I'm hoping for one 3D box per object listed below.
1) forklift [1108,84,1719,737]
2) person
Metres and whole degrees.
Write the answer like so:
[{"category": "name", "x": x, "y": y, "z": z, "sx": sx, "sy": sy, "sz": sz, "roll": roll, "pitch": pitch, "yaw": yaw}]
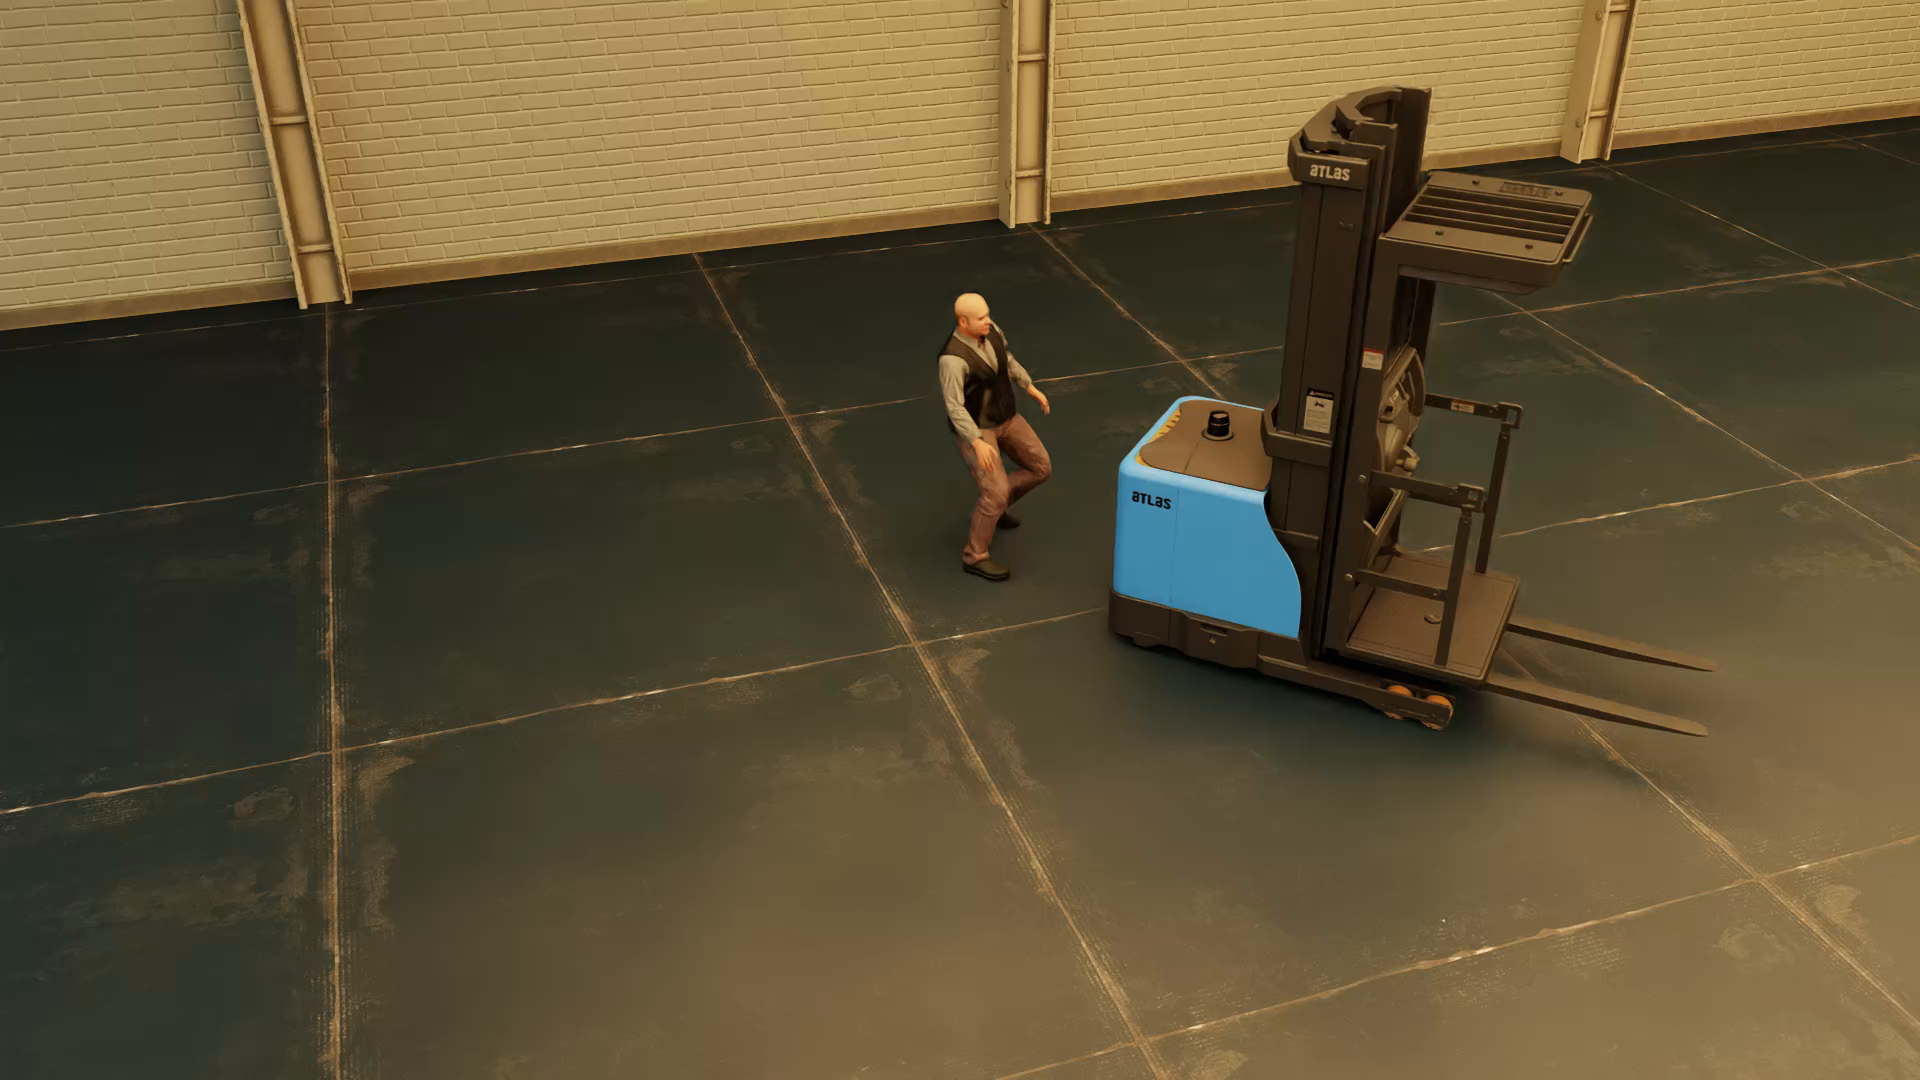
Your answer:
[{"category": "forklift", "x": 2.362, "y": -0.624, "z": 8.171, "sx": 3.031, "sy": 2.935, "sz": 1.130, "roll": 14, "pitch": 33, "yaw": 23}, {"category": "person", "x": 0.171, "y": -0.644, "z": 9.541, "sx": 0.618, "sy": 1.604, "sz": 0.786, "roll": 20, "pitch": 35, "yaw": 30}]
